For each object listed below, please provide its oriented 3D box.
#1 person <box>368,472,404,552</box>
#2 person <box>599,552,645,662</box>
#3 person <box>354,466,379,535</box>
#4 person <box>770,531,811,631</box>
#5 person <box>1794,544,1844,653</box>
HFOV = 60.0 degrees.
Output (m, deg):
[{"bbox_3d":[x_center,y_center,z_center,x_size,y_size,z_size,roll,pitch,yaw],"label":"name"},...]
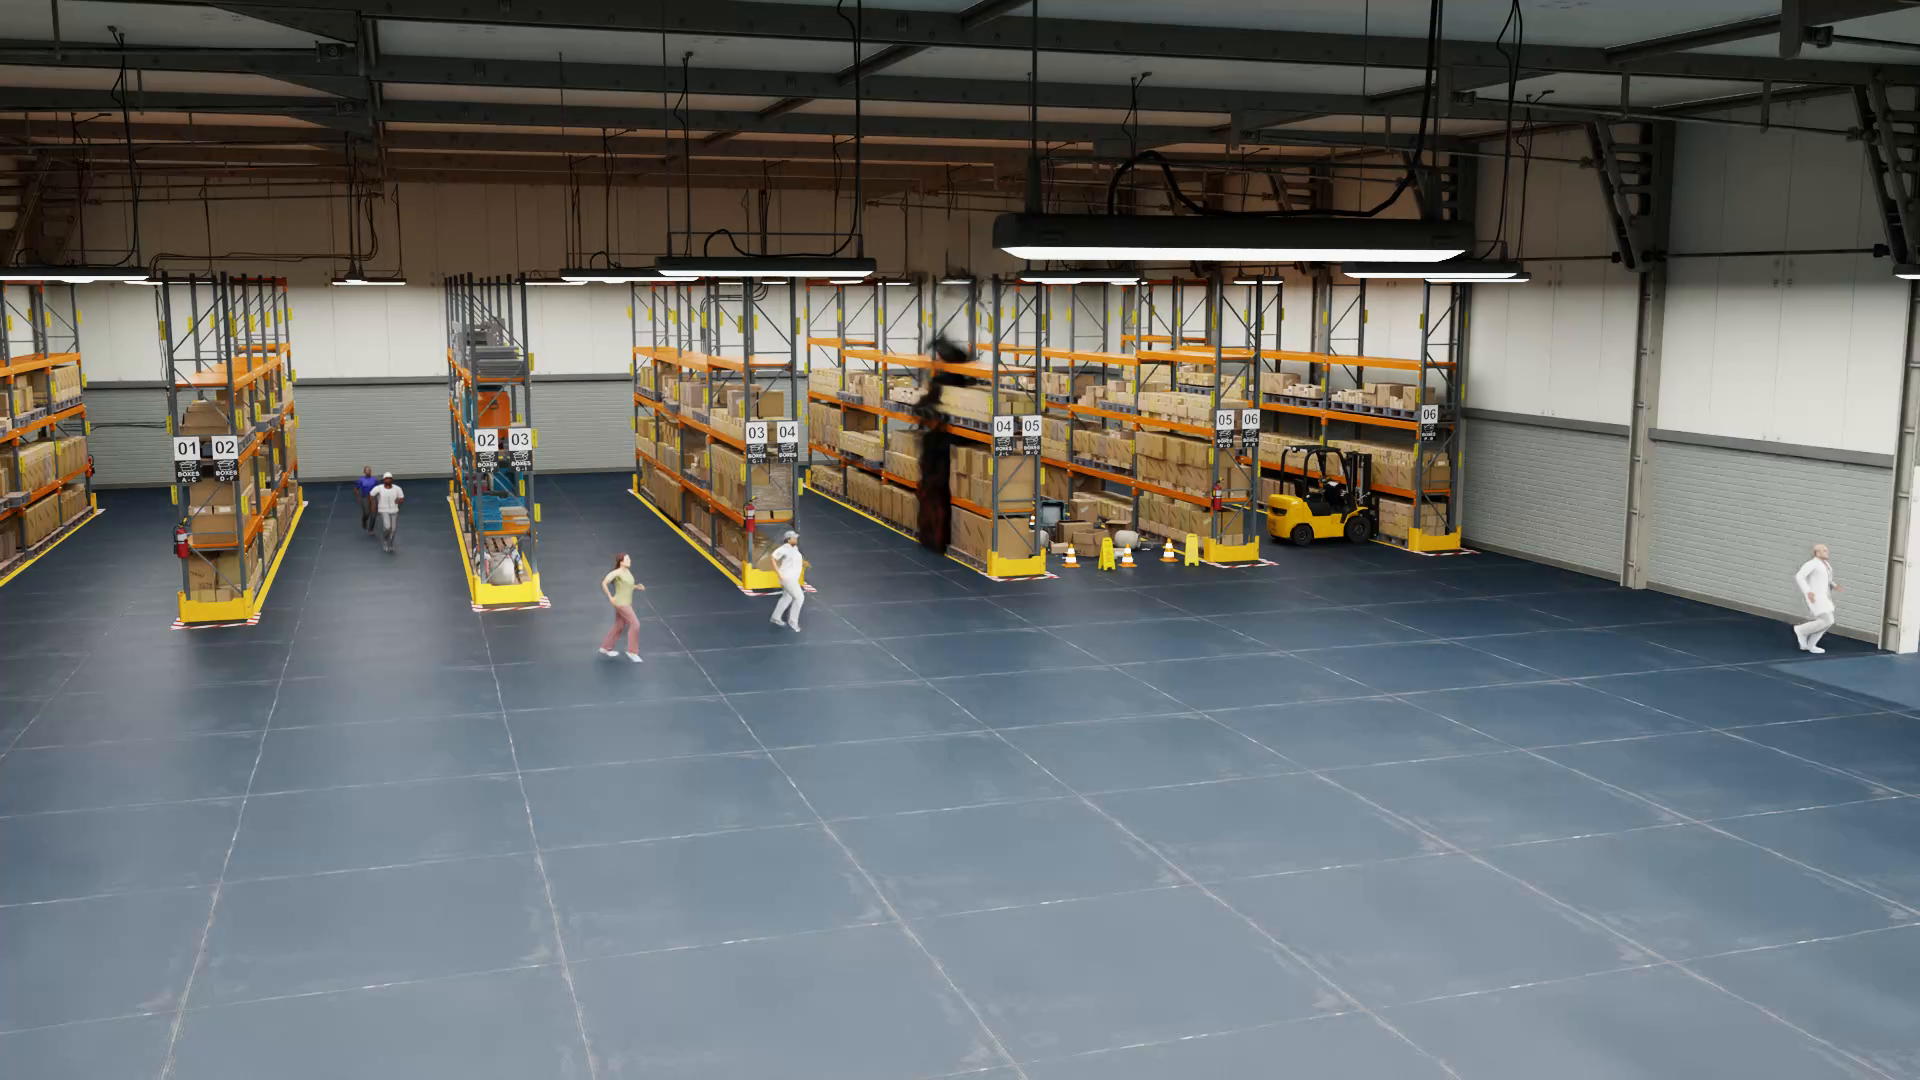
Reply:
[{"bbox_3d":[-12.440,-0.604,36.216,0.692,1.741,0.660,-6,10,-35],"label":"person"},{"bbox_3d":[-5.249,1.039,25.752,0.744,1.724,0.562,0,9,3],"label":"person"},{"bbox_3d":[-13.813,-0.919,38.869,0.575,1.611,0.537,-5,10,-30],"label":"person"},{"bbox_3d":[-2.887,0.691,28.162,0.738,1.722,0.590,2,9,11],"label":"person"},{"bbox_3d":[13.557,0.930,26.194,0.704,1.732,0.628,-7,11,-40],"label":"person"}]
